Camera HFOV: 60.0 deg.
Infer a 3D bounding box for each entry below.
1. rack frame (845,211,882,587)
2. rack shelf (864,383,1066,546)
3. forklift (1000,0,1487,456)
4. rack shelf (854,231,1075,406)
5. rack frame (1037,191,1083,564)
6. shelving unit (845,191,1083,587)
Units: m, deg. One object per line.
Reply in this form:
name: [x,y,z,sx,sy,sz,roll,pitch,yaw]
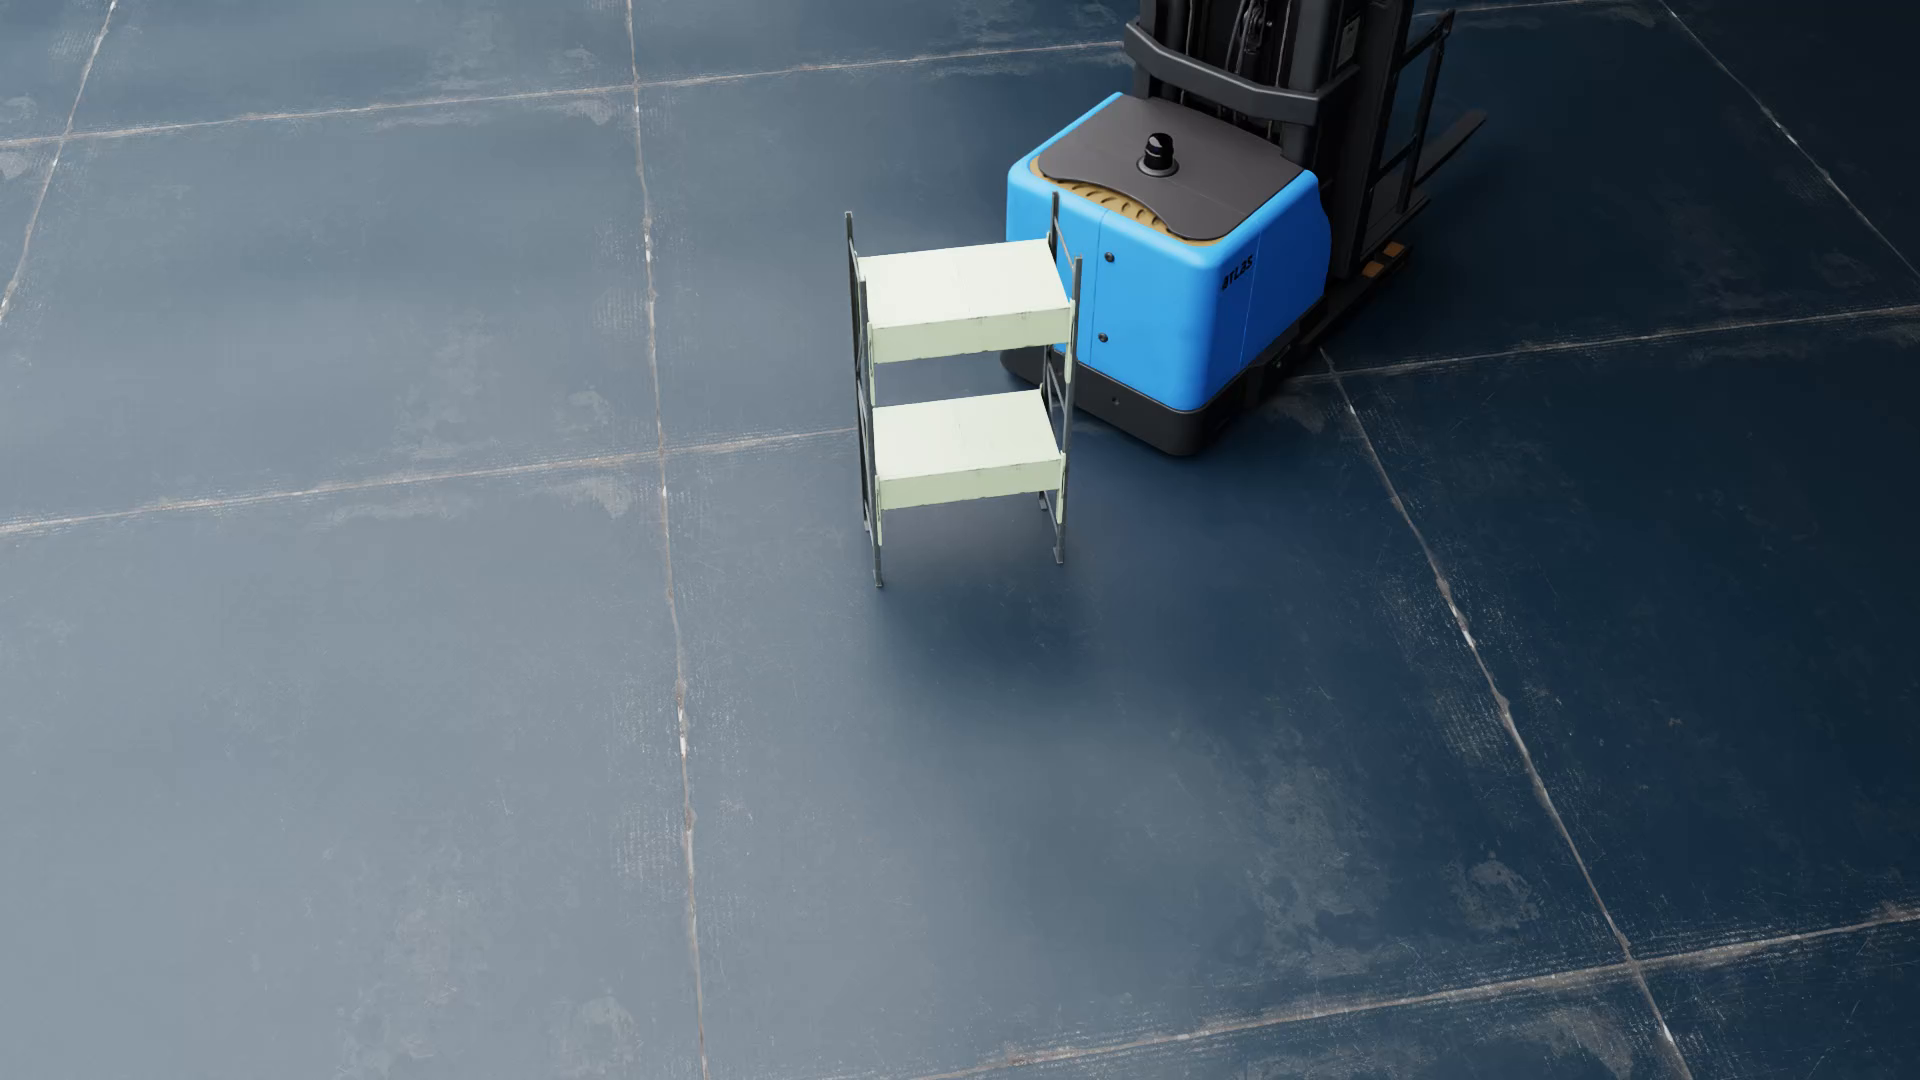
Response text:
rack frame: [-0.354,-0.476,6.167,0.023,1.500,0.400,-7,46,-7]
rack shelf: [0.007,-0.295,6.445,0.720,0.370,0.431,-7,46,-7]
forklift: [1.500,-2.372,7.000,1.130,2.935,3.031,31,53,26]
rack shelf: [0.007,-0.792,5.930,0.720,0.370,0.431,-7,46,-7]
rack frame: [0.367,-0.566,6.254,0.023,1.500,0.400,-7,46,-7]
shelving unit: [0.007,-0.521,6.211,0.755,1.500,0.431,-7,46,-7]
